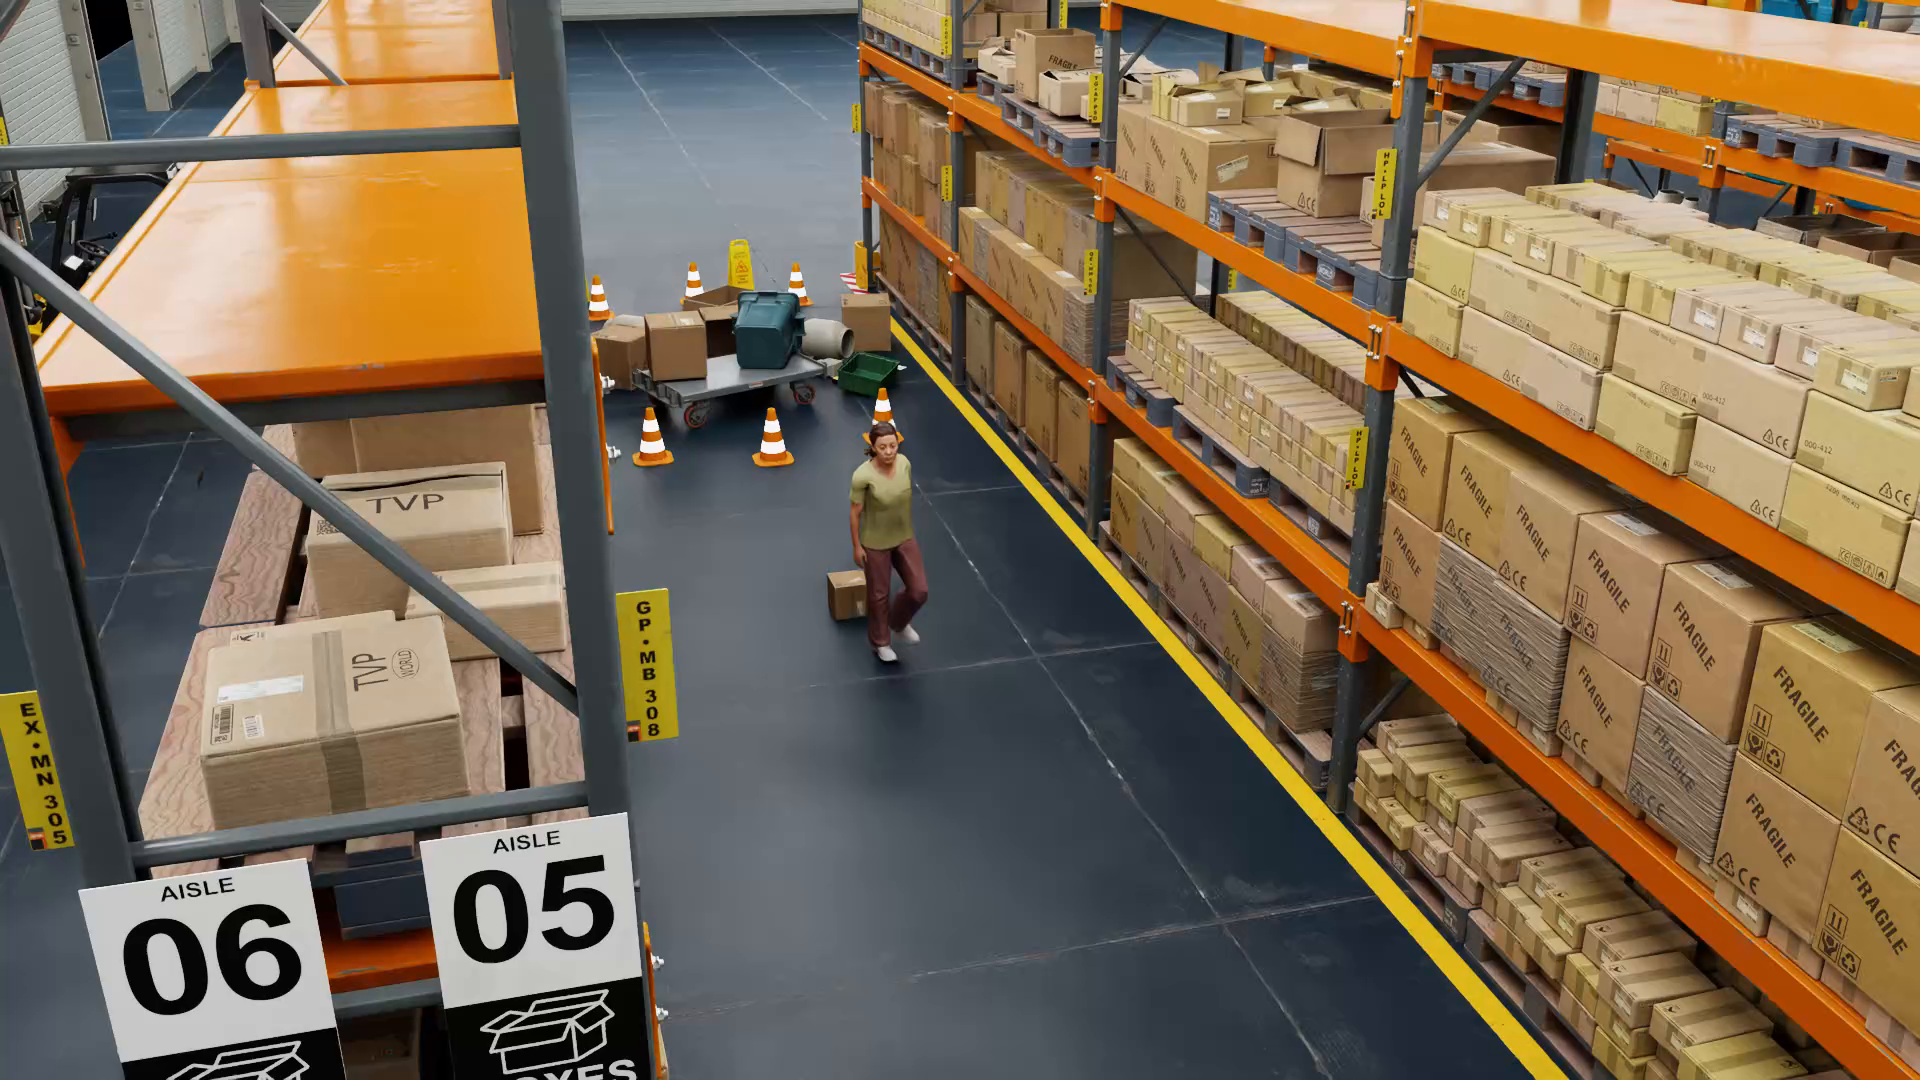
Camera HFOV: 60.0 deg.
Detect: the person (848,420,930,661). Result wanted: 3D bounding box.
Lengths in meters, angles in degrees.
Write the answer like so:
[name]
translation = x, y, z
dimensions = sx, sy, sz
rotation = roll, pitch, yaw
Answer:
[person]
translation = -0.466, 0.013, 10.533
dimensions = 0.498, 1.657, 0.455
rotation = -12, 26, -27
